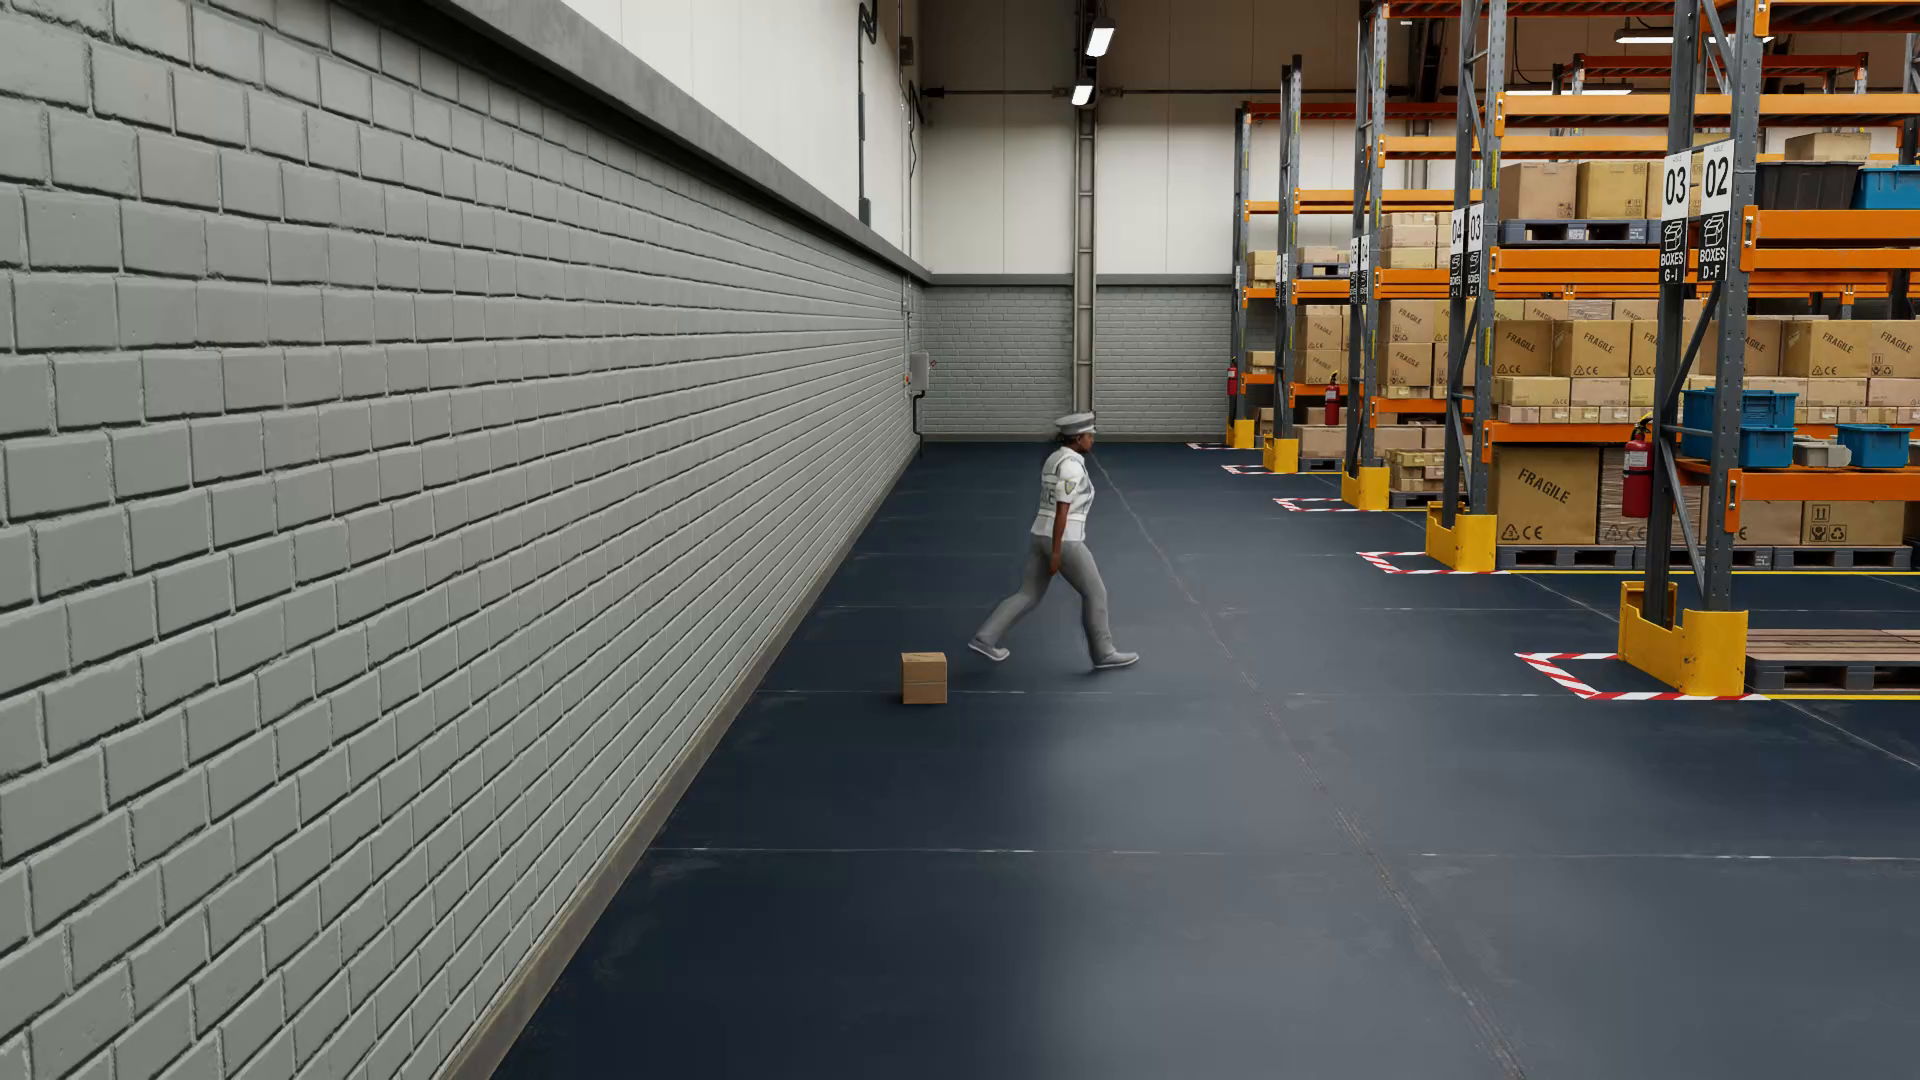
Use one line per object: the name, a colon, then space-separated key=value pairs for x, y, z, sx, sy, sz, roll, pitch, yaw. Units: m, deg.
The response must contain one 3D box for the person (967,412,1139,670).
person: x=0.583 y=0.009 z=10.347 sx=1.054 sy=1.607 sz=0.449 roll=-2 pitch=8 yaw=-18
